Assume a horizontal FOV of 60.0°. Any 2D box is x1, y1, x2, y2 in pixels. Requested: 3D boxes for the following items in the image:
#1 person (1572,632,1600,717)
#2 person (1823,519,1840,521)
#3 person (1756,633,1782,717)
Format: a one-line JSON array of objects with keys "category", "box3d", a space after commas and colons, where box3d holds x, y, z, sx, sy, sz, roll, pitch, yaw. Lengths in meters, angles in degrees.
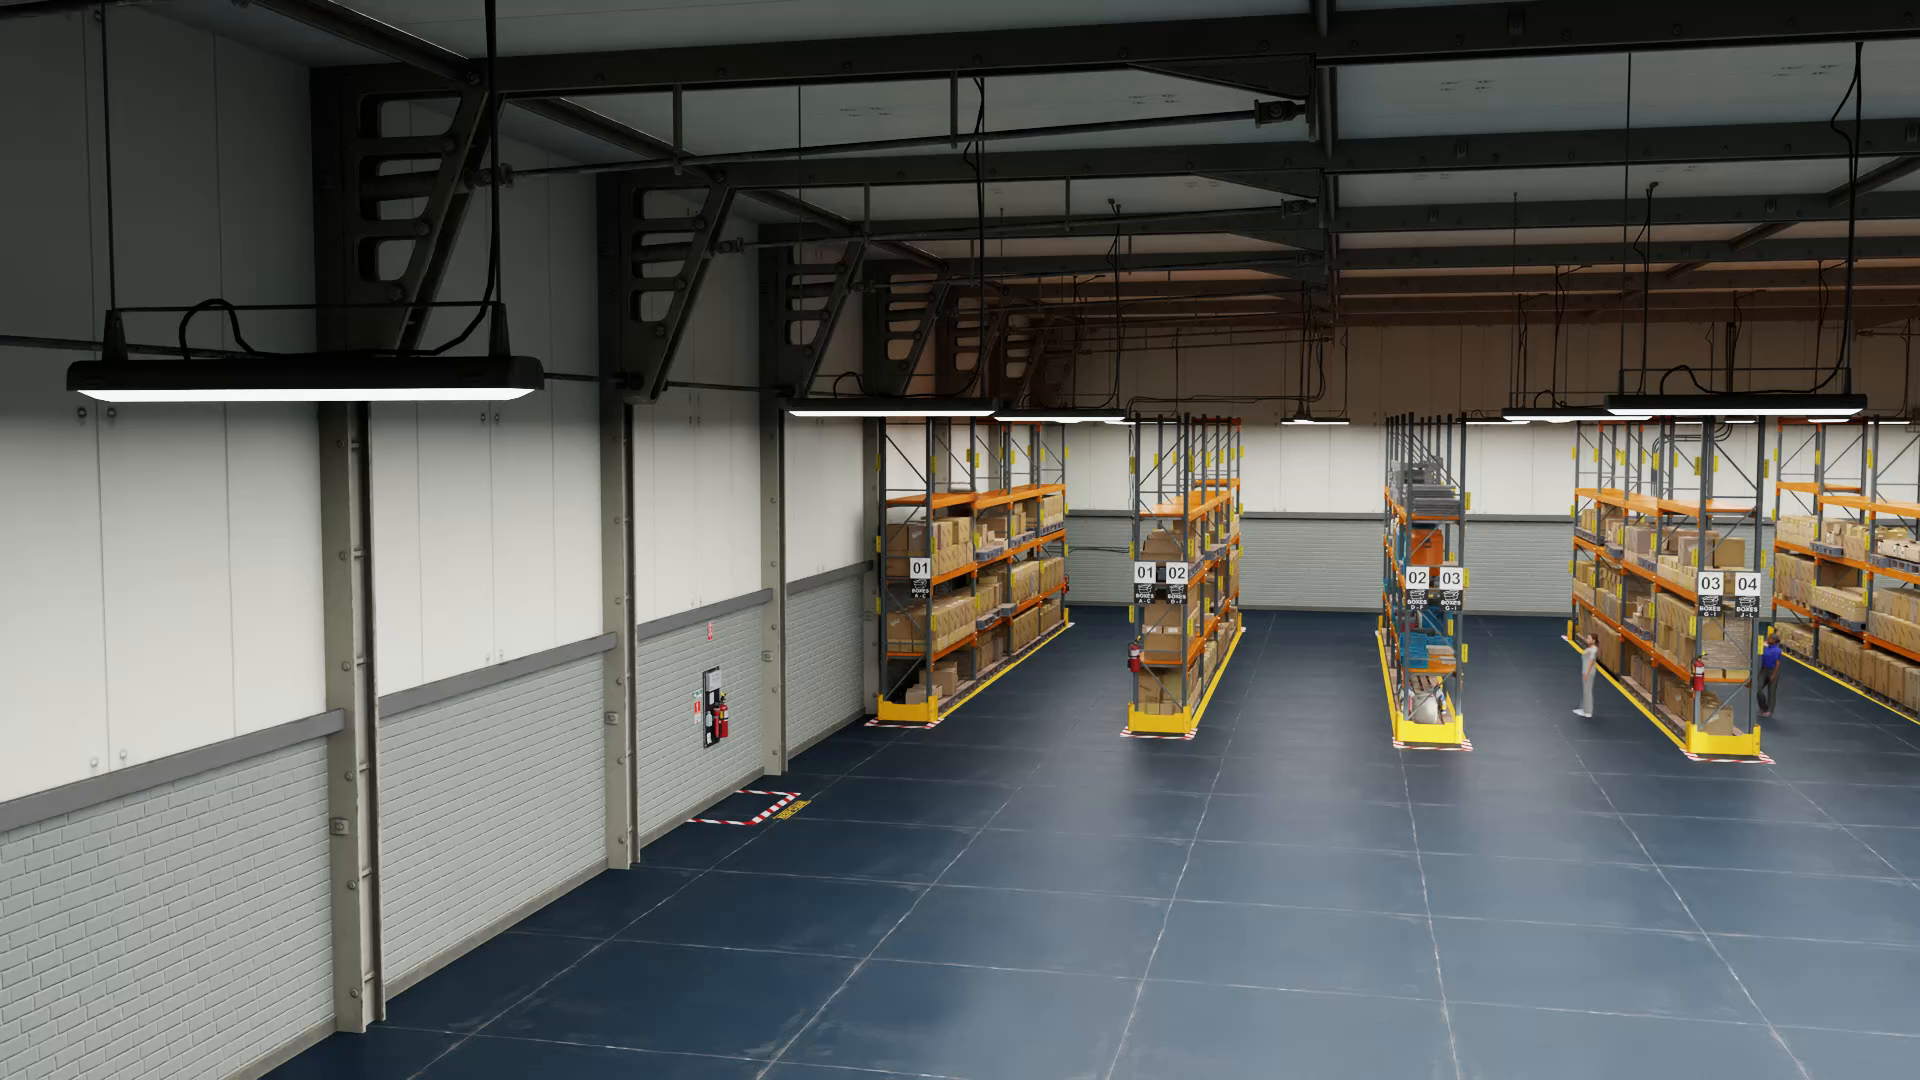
[{"category": "person", "box3d": [12.417, 2.655, 32.998, 0.506, 1.669, 0.515, 2, 4, 27]}, {"category": "person", "box3d": [23.776, 1.590, 35.949, 3.992, 3.483, 11.609, -3, 5, -39]}, {"category": "person", "box3d": [16.053, 2.695, 32.979, 0.416, 1.704, 0.459, -2, 4, -29]}]
